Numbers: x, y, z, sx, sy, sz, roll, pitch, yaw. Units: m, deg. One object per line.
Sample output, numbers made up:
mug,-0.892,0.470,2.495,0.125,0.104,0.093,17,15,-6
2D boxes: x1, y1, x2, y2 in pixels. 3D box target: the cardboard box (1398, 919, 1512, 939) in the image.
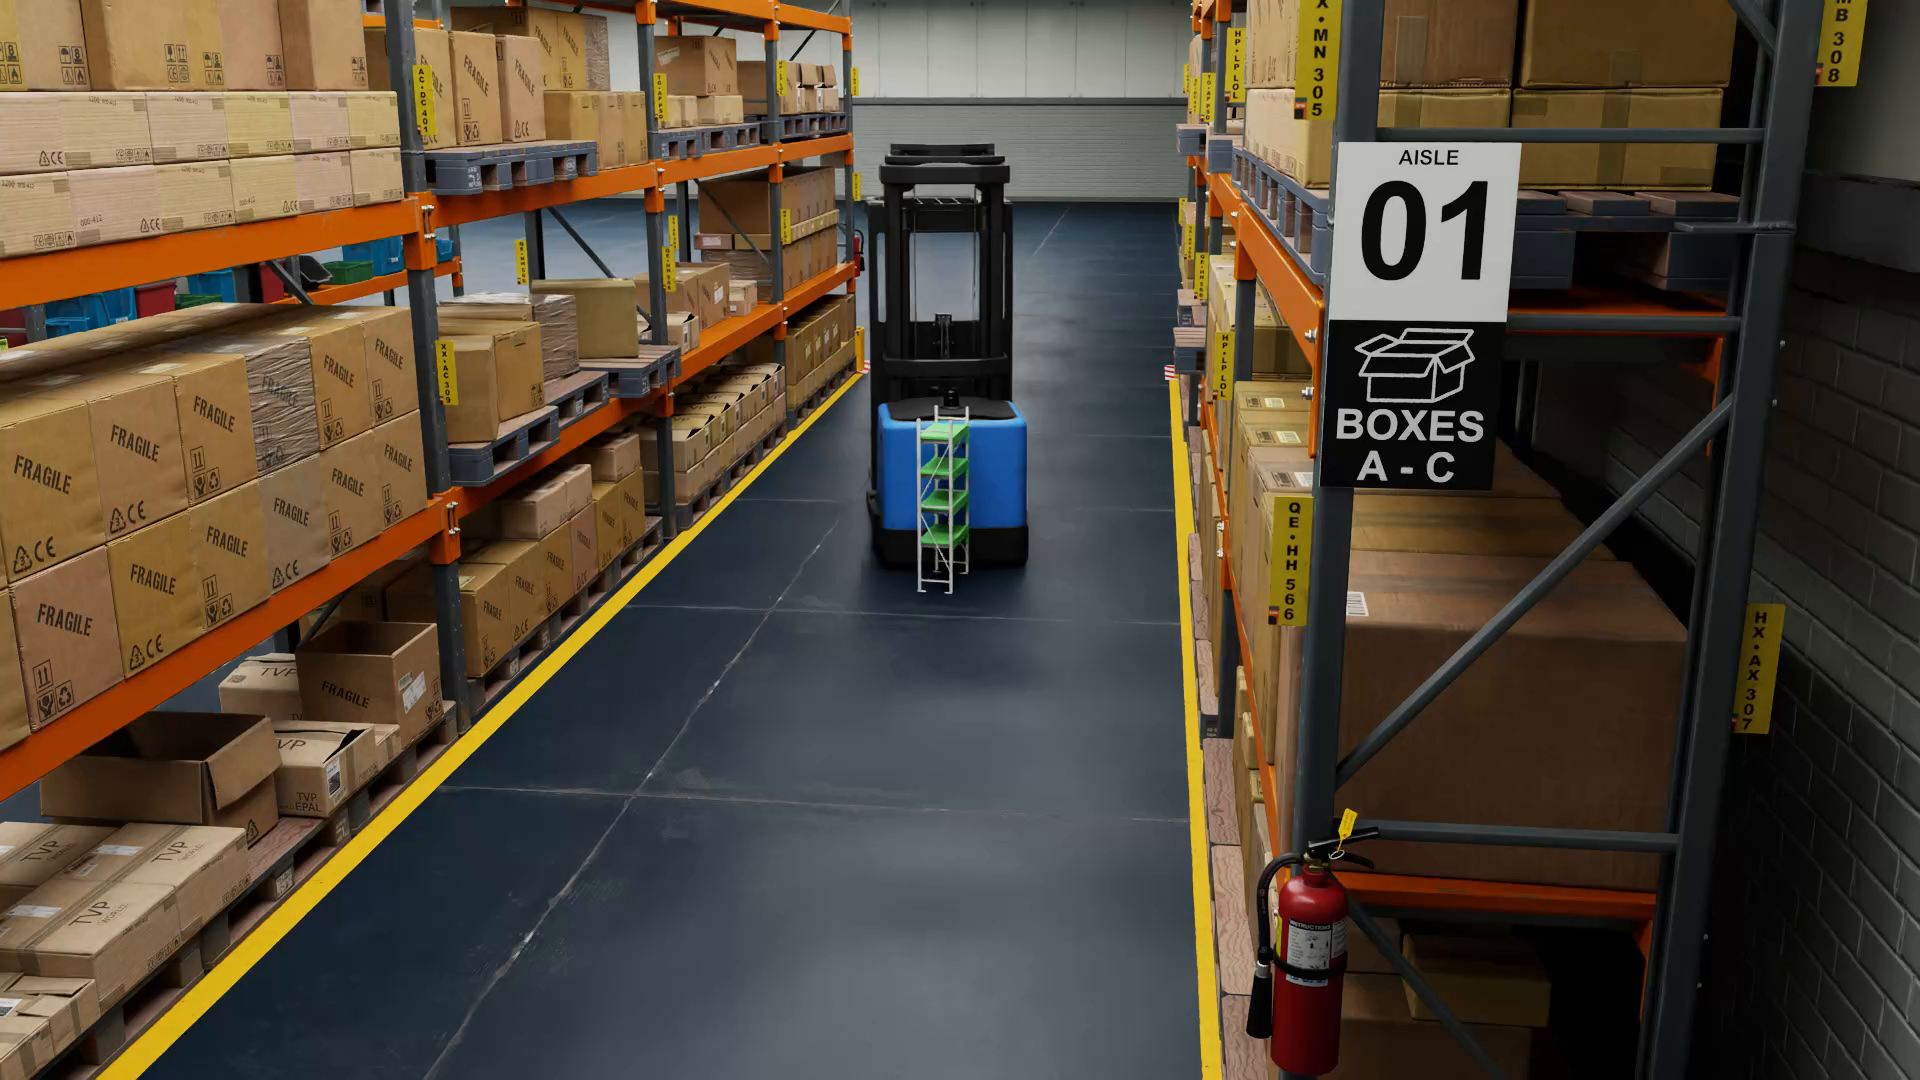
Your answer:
cardboard box,1.566,1.159,5.371,0.380,0.149,0.250,2,15,6

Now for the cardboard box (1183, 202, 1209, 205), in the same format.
cardboard box,2.799,-3.588,18.998,0.500,0.500,0.500,2,15,6

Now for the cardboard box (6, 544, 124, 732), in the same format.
cardboard box,-3.212,0.311,5.573,0.500,0.500,0.500,2,15,6

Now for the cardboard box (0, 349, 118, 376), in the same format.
cardboard box,-3.632,-0.453,6.482,0.500,0.500,0.500,2,15,8

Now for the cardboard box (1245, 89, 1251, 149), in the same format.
cardboard box,1.457,-1.747,6.920,0.500,0.250,0.500,2,15,6

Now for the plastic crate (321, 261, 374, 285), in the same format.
plastic crate,-6.710,-2.900,18.046,0.450,0.188,0.662,2,15,6

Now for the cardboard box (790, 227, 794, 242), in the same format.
cardboard box,-1.916,-3.137,17.083,0.380,0.149,0.250,2,15,6

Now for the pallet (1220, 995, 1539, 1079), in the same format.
pallet,1.358,1.882,5.297,1.003,0.211,1.213,2,15,6

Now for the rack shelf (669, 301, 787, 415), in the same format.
rack shelf,-2.448,-1.645,14.379,1.077,0.370,4.000,2,15,6

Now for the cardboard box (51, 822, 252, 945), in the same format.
cardboard box,-3.121,1.324,6.445,0.500,0.250,0.500,2,15,6

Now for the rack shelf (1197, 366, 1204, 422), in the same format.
rack shelf,2.474,-1.501,13.843,1.077,0.370,4.000,2,15,6

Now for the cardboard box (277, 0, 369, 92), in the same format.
cardboard box,-3.142,-2.288,7.525,0.700,0.500,0.500,2,15,6

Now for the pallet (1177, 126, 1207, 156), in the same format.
pallet,2.410,-3.298,13.725,1.213,0.211,1.003,2,15,6

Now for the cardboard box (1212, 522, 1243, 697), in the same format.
cardboard box,1.741,0.371,8.858,0.750,0.750,0.750,2,15,7

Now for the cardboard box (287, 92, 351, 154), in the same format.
cardboard box,-2.970,-1.790,7.118,0.500,0.250,0.500,2,15,6

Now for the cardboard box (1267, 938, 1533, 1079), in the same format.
cardboard box,1.325,1.565,5.111,0.700,0.500,0.500,2,15,6

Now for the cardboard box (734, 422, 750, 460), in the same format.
cardboard box,-2.156,-0.875,14.615,0.500,0.250,0.500,2,15,7

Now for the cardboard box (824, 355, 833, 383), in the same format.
cardboard box,-1.696,-1.887,18.358,0.500,0.250,0.500,2,15,6

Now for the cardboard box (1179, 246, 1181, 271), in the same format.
cardboard box,2.781,-3.224,19.088,0.500,0.250,0.500,1,15,5

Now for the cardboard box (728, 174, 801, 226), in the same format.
cardboard box,-2.066,-3.562,17.413,0.700,0.500,0.500,2,15,6

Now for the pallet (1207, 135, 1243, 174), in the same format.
pallet,2.228,-2.517,10.841,1.213,0.211,1.003,2,15,9

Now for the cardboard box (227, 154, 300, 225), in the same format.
cardboard box,-3.031,-1.419,6.704,0.500,0.250,0.500,2,15,6

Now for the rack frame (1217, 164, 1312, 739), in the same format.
rack frame,1.797,-0.292,7.994,1.000,3.000,0.127,2,15,6

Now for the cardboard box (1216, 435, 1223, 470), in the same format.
cardboard box,1.604,-0.478,9.128,0.380,0.149,0.250,2,15,6

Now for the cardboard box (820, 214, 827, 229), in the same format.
cardboard box,-1.713,-3.606,18.818,0.380,0.149,0.250,2,15,7

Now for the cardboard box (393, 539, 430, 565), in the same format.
cardboard box,-3.290,0.293,9.777,0.500,0.500,0.500,2,15,6

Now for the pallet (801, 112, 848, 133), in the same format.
pallet,-1.877,-4.772,18.985,1.003,0.211,1.213,2,15,6

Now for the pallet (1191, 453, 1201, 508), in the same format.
pallet,2.478,-0.501,14.111,1.003,0.211,1.213,2,15,6

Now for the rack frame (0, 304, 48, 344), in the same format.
rack frame,-7.595,-1.621,12.910,1.000,3.000,0.127,2,15,6

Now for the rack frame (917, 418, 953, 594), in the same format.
rack frame,-0.167,-0.220,11.177,0.240,1.200,0.015,3,16,13

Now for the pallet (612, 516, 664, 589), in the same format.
pallet,-2.796,0.065,12.019,1.003,0.211,1.213,2,15,6

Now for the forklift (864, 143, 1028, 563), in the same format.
forklift,-0.171,-1.589,12.922,1.130,2.935,3.031,-1,15,-5

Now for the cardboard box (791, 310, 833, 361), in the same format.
cardboard box,-1.692,-2.249,18.259,0.500,0.500,0.500,2,15,6

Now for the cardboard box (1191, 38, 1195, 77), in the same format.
cardboard box,2.587,-4.771,16.669,0.500,0.500,0.500,1,15,4

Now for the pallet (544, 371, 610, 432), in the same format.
pallet,-2.889,-0.877,10.526,1.003,0.211,1.213,2,15,6

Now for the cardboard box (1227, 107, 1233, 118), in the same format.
cardboard box,2.419,-3.606,13.510,0.500,0.500,0.500,1,15,4

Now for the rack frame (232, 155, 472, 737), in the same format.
rack frame,-3.125,-0.437,8.530,1.000,3.000,0.127,2,15,6

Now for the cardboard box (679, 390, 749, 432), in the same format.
cardboard box,-2.155,-1.149,14.555,0.500,0.311,0.500,2,15,6

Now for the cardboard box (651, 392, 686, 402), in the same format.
cardboard box,-2.689,-1.159,14.590,0.500,0.311,0.500,2,15,8

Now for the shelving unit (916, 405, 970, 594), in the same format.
shelving unit,-0.112,-0.282,11.406,0.258,1.200,0.503,3,16,13

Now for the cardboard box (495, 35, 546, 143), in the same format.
cardboard box,-2.848,-2.658,9.813,0.600,0.600,0.600,1,15,4

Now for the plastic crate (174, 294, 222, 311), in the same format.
plastic crate,-7.060,-2.096,15.073,0.450,0.188,0.662,2,15,6

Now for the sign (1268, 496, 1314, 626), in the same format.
sign,0.808,0.053,4.048,0.100,0.325,0.005,2,15,6

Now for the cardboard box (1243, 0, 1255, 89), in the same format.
cardboard box,1.438,-2.104,6.803,0.500,0.500,0.500,2,15,6

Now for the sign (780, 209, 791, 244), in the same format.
sign,-1.683,-3.019,16.013,0.100,0.325,0.005,2,15,6

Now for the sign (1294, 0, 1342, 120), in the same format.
sign,0.808,-1.111,3.733,0.100,0.325,0.005,2,15,6

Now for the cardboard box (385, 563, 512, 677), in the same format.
cardboard box,-2.829,0.439,9.236,0.500,0.500,0.500,1,15,4

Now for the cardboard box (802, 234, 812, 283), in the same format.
cardboard box,-2.009,-3.075,18.096,0.700,0.500,0.500,2,15,8

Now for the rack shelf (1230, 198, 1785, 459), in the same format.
rack shelf,1.571,-0.874,5.778,1.077,0.370,4.000,2,15,6

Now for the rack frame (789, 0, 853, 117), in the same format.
rack frame,-1.771,-6.445,19.257,1.000,3.000,0.127,2,15,6

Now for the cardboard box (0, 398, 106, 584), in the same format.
cardboard box,-3.213,-0.173,5.449,0.500,0.500,0.500,2,15,7

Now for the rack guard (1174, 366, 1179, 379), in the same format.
rack guard,3.142,-2.178,19.758,1.175,0.500,0.348,2,15,6

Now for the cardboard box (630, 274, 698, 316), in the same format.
cardboard box,-2.501,-1.958,13.965,0.500,0.500,0.500,1,15,3

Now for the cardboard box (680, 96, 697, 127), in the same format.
cardboard box,-2.499,-3.596,13.950,0.500,0.250,0.500,0,15,2

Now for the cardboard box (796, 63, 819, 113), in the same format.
cardboard box,-1.912,-4.703,17.291,0.797,0.503,0.637,3,16,12

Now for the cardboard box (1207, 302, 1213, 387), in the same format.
cardboard box,1.871,-1.277,10.837,0.500,0.500,0.500,2,15,8
